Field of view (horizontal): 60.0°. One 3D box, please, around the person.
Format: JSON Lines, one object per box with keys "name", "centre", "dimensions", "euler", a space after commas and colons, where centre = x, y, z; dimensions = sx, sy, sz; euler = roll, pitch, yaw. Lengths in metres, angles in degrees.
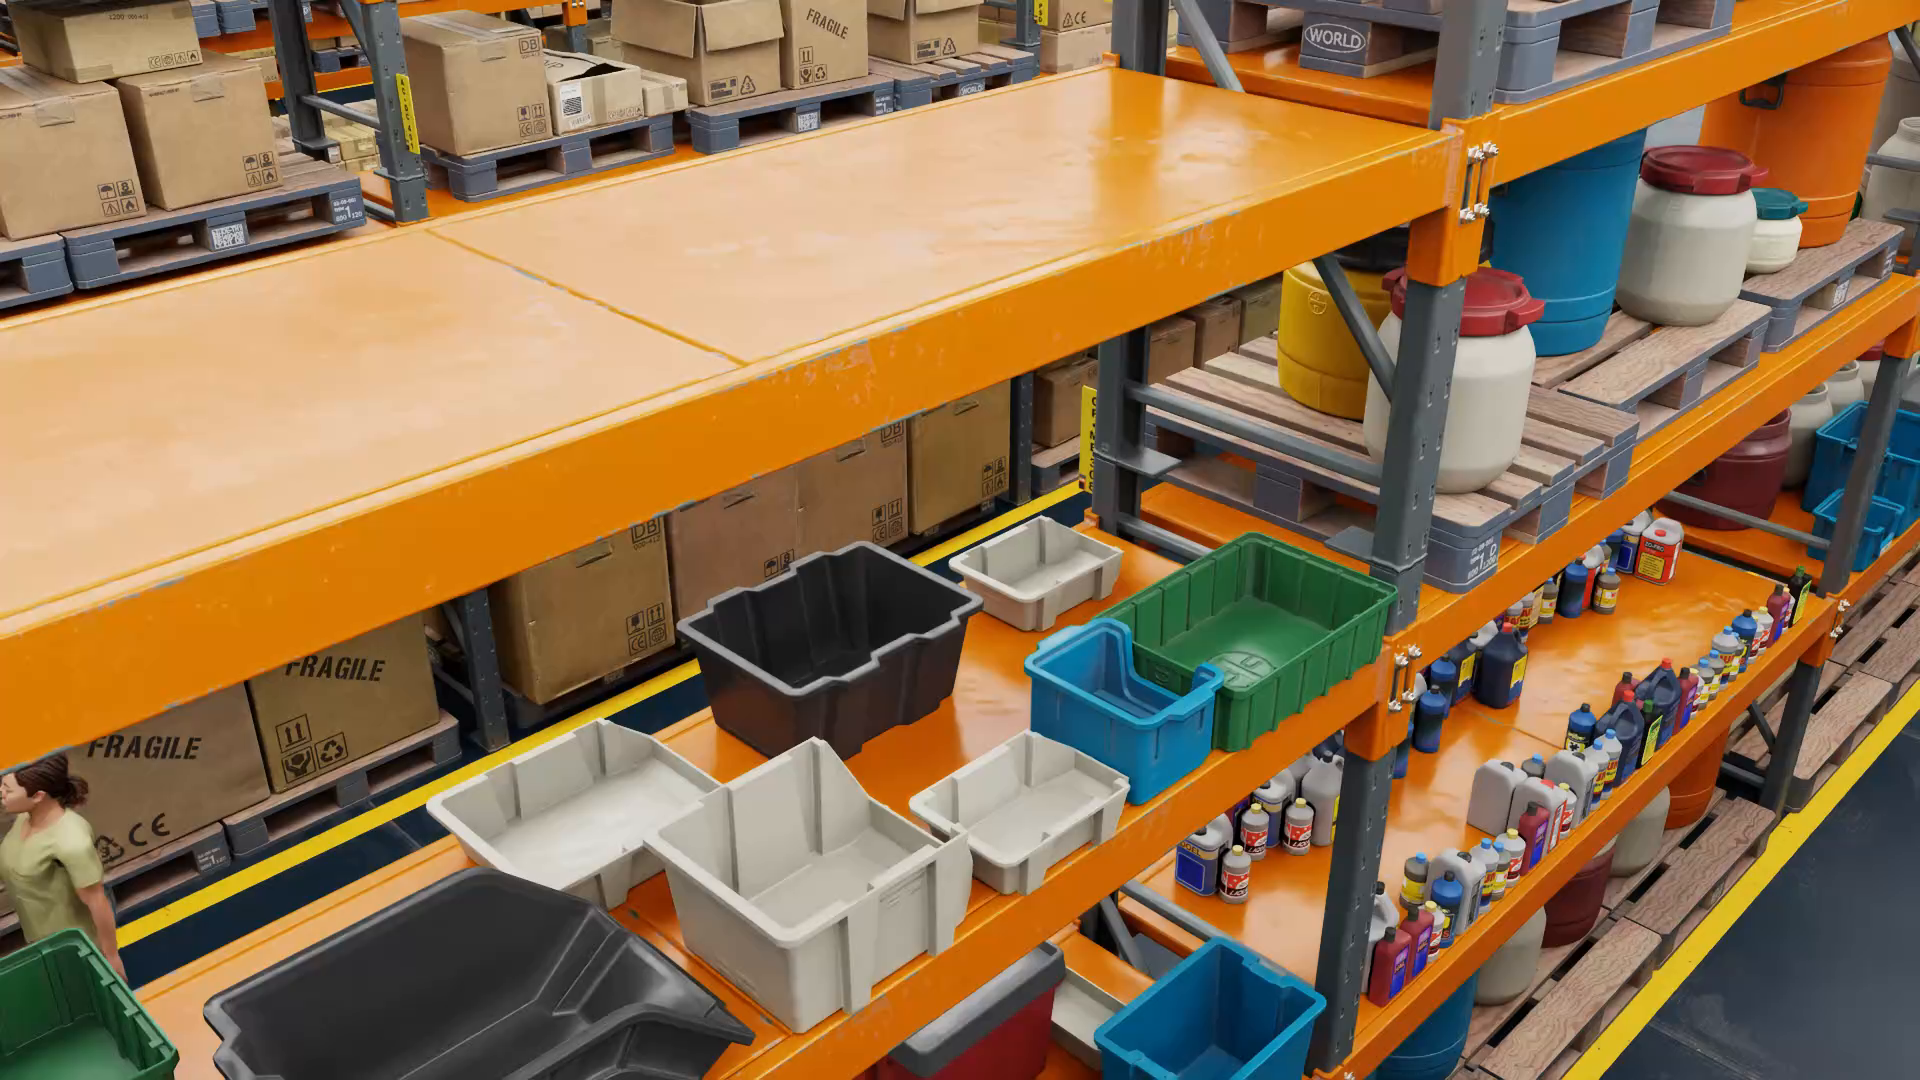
{"name": "person", "centre": [-3.286, 1.595, 6.125], "dimensions": [0.466, 1.405, 0.476], "euler": [25, 37, 39]}
